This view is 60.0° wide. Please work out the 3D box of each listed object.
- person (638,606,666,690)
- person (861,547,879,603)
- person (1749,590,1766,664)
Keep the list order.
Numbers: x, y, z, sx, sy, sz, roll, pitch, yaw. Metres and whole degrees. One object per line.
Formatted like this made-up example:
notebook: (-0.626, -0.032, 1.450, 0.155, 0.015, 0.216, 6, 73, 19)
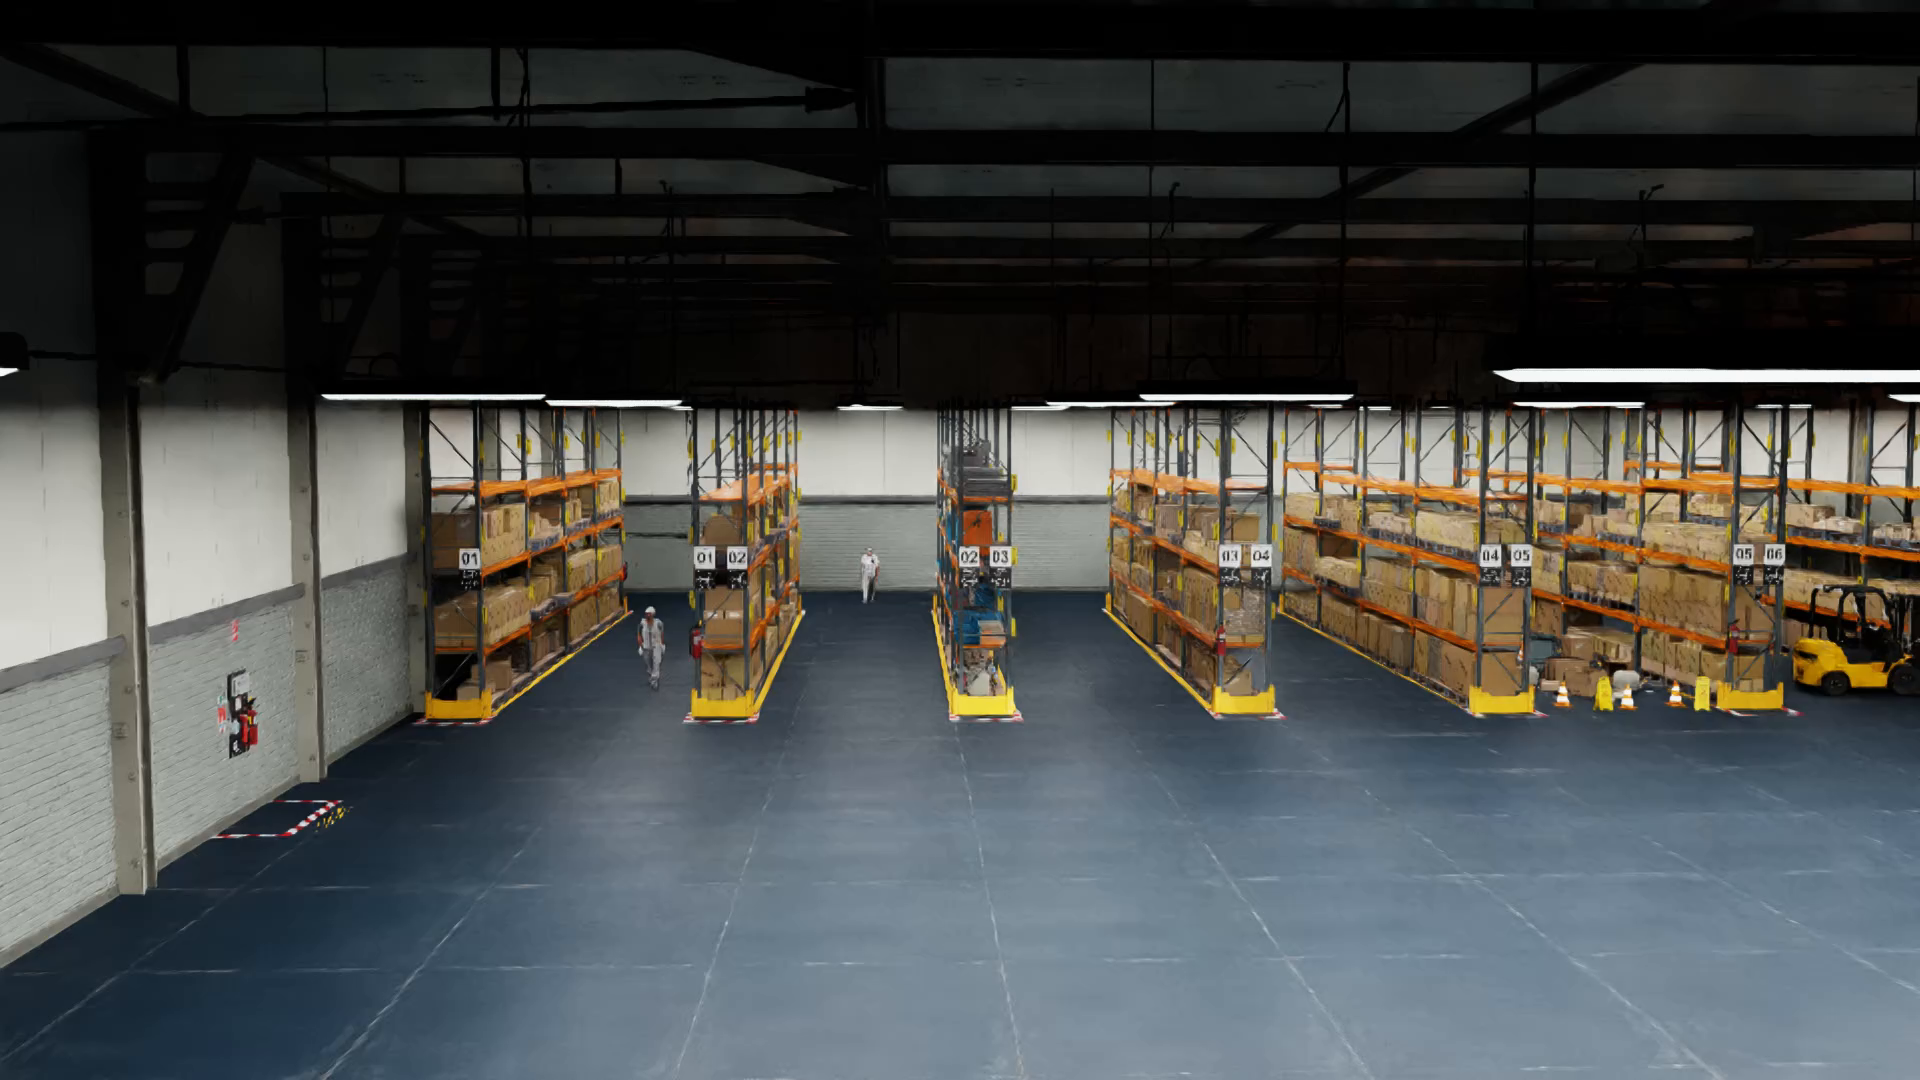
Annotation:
person: (-6.386, 2.202, 34.343, 0.553, 1.709, 1.123, 0, 4, 0)
person: (-2.699, 1.023, 49.758, 0.541, 1.669, 1.116, 0, 4, -4)
person: (18.020, 1.962, 37.740, 0.543, 1.667, 0.571, 2, 5, 25)
